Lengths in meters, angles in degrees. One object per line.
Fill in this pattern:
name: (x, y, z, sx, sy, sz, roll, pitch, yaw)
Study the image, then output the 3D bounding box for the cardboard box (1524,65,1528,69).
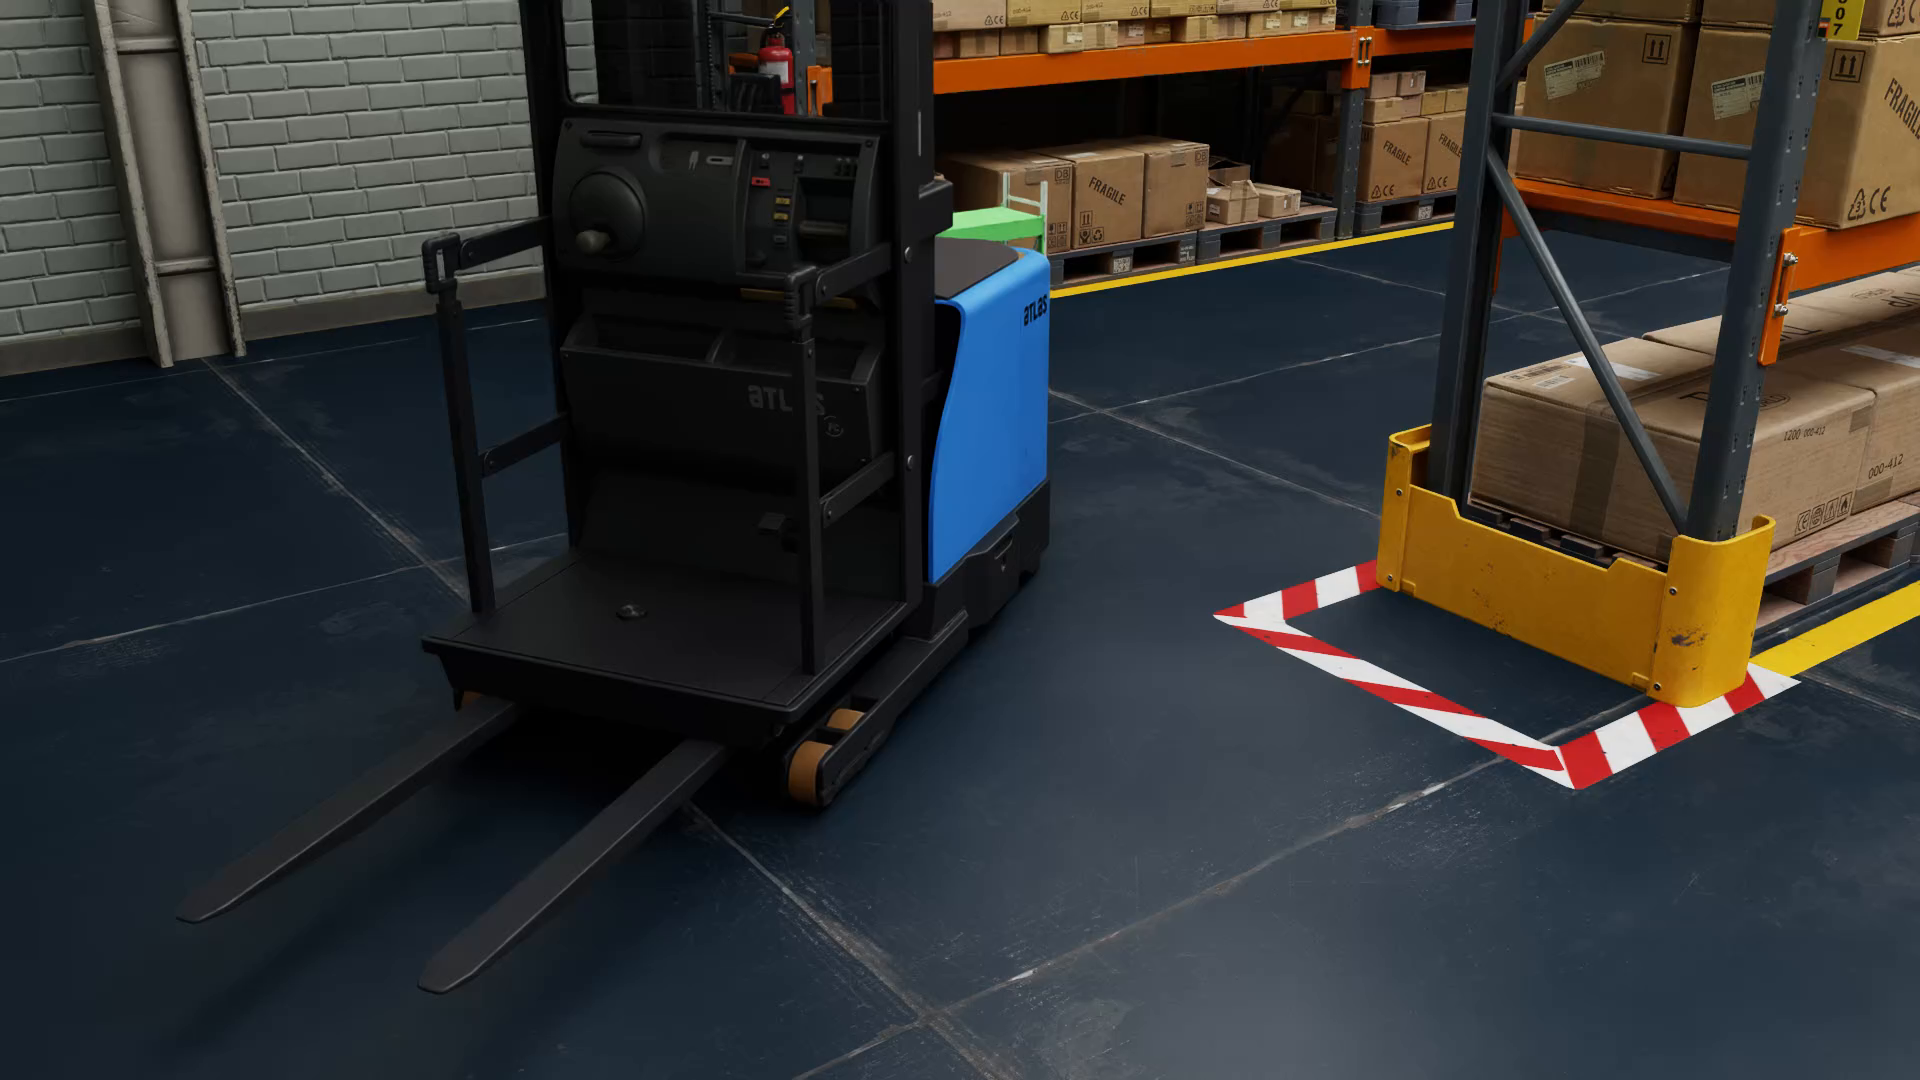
cardboard box: (4.187, -3.508, 12.572, 0.250, 0.149, 0.380, -16, 27, -35)

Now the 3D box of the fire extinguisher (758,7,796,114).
fire extinguisher: (-0.890, -2.239, 8.067, 0.183, 0.674, 0.296, -15, 26, -33)

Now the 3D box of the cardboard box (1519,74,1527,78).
cardboard box: (4.108, -3.224, 11.860, 0.250, 0.149, 0.380, -16, 27, -35)

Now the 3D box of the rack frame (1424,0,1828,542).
rack frame: (1.861, -1.126, 4.672, 0.127, 3.000, 1.000, -15, 26, -33)

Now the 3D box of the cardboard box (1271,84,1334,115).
cardboard box: (2.337, -2.986, 11.264, 0.250, 0.149, 0.380, -16, 27, -35)

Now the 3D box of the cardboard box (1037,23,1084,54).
cardboard box: (0.461, -2.755, 9.091, 0.250, 0.149, 0.380, -16, 27, -34)

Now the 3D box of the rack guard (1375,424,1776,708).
rack guard: (1.842, 0.040, 5.122, 0.348, 0.500, 1.175, -15, 26, -33)

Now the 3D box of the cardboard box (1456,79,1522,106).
cardboard box: (3.676, -3.119, 11.596, 0.250, 0.149, 0.380, -14, 26, -31)

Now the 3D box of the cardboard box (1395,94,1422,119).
cardboard box: (2.832, -2.901, 11.049, 0.250, 0.149, 0.380, -16, 27, -34)

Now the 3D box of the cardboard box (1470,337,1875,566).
cardboard box: (2.339, -0.304, 5.502, 0.875, 0.438, 0.875, -16, 27, -35)

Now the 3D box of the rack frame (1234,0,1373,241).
rack frame: (2.206, -3.485, 10.582, 0.127, 3.000, 1.000, -15, 26, -33)

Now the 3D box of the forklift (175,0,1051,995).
forklift: (-0.720, -0.863, 4.104, 1.130, 2.935, 3.031, 9, 23, 20)

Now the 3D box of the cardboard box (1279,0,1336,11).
cardboard box: (1.935, -3.369, 10.094, 0.500, 0.250, 0.500, -14, 26, -32)

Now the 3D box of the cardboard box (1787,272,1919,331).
cardboard box: (3.810, -0.700, 6.493, 0.875, 0.438, 0.875, -16, 27, -34)

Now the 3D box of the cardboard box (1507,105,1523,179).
cardboard box: (3.565, -2.781, 11.623, 0.500, 0.500, 0.500, -16, 27, -34)

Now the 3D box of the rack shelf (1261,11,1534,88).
rack shelf: (3.830, -3.583, 11.800, 4.000, 0.370, 1.077, -15, 26, -33)

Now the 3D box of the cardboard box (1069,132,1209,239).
cardboard box: (1.070, -2.155, 10.055, 0.500, 0.500, 0.700, -16, 27, -35)

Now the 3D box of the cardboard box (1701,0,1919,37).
cardboard box: (2.417, -1.655, 4.513, 0.500, 0.500, 0.500, -16, 27, -34)

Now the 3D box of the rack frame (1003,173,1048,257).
rack frame: (0.229, -0.722, 6.088, 0.015, 1.200, 0.240, -15, 26, -33)

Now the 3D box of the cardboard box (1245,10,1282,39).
cardboard box: (1.699, -3.096, 9.948, 0.250, 0.149, 0.380, -14, 26, -31)

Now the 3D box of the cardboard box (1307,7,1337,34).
cardboard box: (2.095, -3.223, 10.265, 0.250, 0.149, 0.380, -15, 26, -32)

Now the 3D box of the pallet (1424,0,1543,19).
pallet: (3.877, -3.839, 11.728, 1.213, 0.211, 1.003, -15, 26, -33)

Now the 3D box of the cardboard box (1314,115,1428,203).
cardboard box: (2.730, -2.556, 11.060, 0.500, 0.500, 0.500, -14, 25, -31)

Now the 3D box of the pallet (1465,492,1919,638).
pallet: (2.465, -0.028, 5.681, 1.213, 0.211, 1.003, -15, 26, -33)

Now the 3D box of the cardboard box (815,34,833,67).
cardboard box: (-0.614, -2.491, 8.430, 0.250, 0.149, 0.380, -15, 26, -33)

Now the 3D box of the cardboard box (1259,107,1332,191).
cardboard box: (2.432, -2.714, 11.456, 0.500, 0.500, 0.500, -15, 26, -33)

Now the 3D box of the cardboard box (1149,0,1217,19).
cardboard box: (1.125, -3.153, 9.551, 0.500, 0.250, 0.500, -15, 26, -33)

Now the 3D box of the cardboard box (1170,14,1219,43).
cardboard box: (1.280, -2.984, 9.666, 0.250, 0.149, 0.380, -15, 26, -34)

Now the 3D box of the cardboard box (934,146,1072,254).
cardboard box: (0.228, -1.930, 9.492, 0.500, 0.500, 0.700, -14, 26, -31)

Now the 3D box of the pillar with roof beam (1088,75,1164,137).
pillar with roof beam: (3.629, -5.096, 6.526, 0.400, 9.000, 9.100, -15, 26, -33)

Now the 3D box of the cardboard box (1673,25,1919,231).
cardboard box: (2.419, -1.190, 4.697, 0.500, 0.500, 0.500, -15, 26, -33)

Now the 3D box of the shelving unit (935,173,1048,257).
shelving unit: (0.030, -0.670, 5.957, 0.503, 1.200, 0.258, -15, 26, -33)

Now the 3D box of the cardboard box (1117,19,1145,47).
cardboard box: (0.832, -2.894, 9.441, 0.250, 0.149, 0.380, -15, 26, -33)

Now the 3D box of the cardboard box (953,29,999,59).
cardboard box: (0.000, -2.663, 8.862, 0.250, 0.149, 0.380, -14, 26, -31)

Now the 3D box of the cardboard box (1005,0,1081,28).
cardboard box: (0.304, -2.924, 8.979, 0.500, 0.250, 0.500, -16, 26, -34)

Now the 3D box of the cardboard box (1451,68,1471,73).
cardboard box: (3.829, -3.371, 12.227, 0.250, 0.149, 0.380, -15, 26, -33)

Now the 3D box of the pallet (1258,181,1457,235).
pallet: (2.844, -2.377, 11.568, 1.213, 0.211, 1.003, -15, 26, -33)

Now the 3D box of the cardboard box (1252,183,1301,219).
cardboard box: (1.926, -2.147, 10.508, 0.250, 0.149, 0.380, -16, 27, -34)

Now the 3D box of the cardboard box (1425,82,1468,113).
cardboard box: (3.249, -3.023, 11.356, 0.250, 0.149, 0.380, -15, 26, -34)

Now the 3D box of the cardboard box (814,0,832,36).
cardboard box: (-0.515, -2.704, 8.427, 0.500, 0.250, 0.500, -15, 26, -33)

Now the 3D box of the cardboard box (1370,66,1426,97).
cardboard box: (2.836, -3.026, 10.963, 0.250, 0.149, 0.380, -16, 27, -35)

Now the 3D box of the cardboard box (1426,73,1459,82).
cardboard box: (3.362, -3.279, 11.998, 0.250, 0.149, 0.380, -14, 26, -32)

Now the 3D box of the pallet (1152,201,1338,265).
pallet: (1.648, -2.041, 10.727, 1.213, 0.211, 1.003, -15, 26, -33)
